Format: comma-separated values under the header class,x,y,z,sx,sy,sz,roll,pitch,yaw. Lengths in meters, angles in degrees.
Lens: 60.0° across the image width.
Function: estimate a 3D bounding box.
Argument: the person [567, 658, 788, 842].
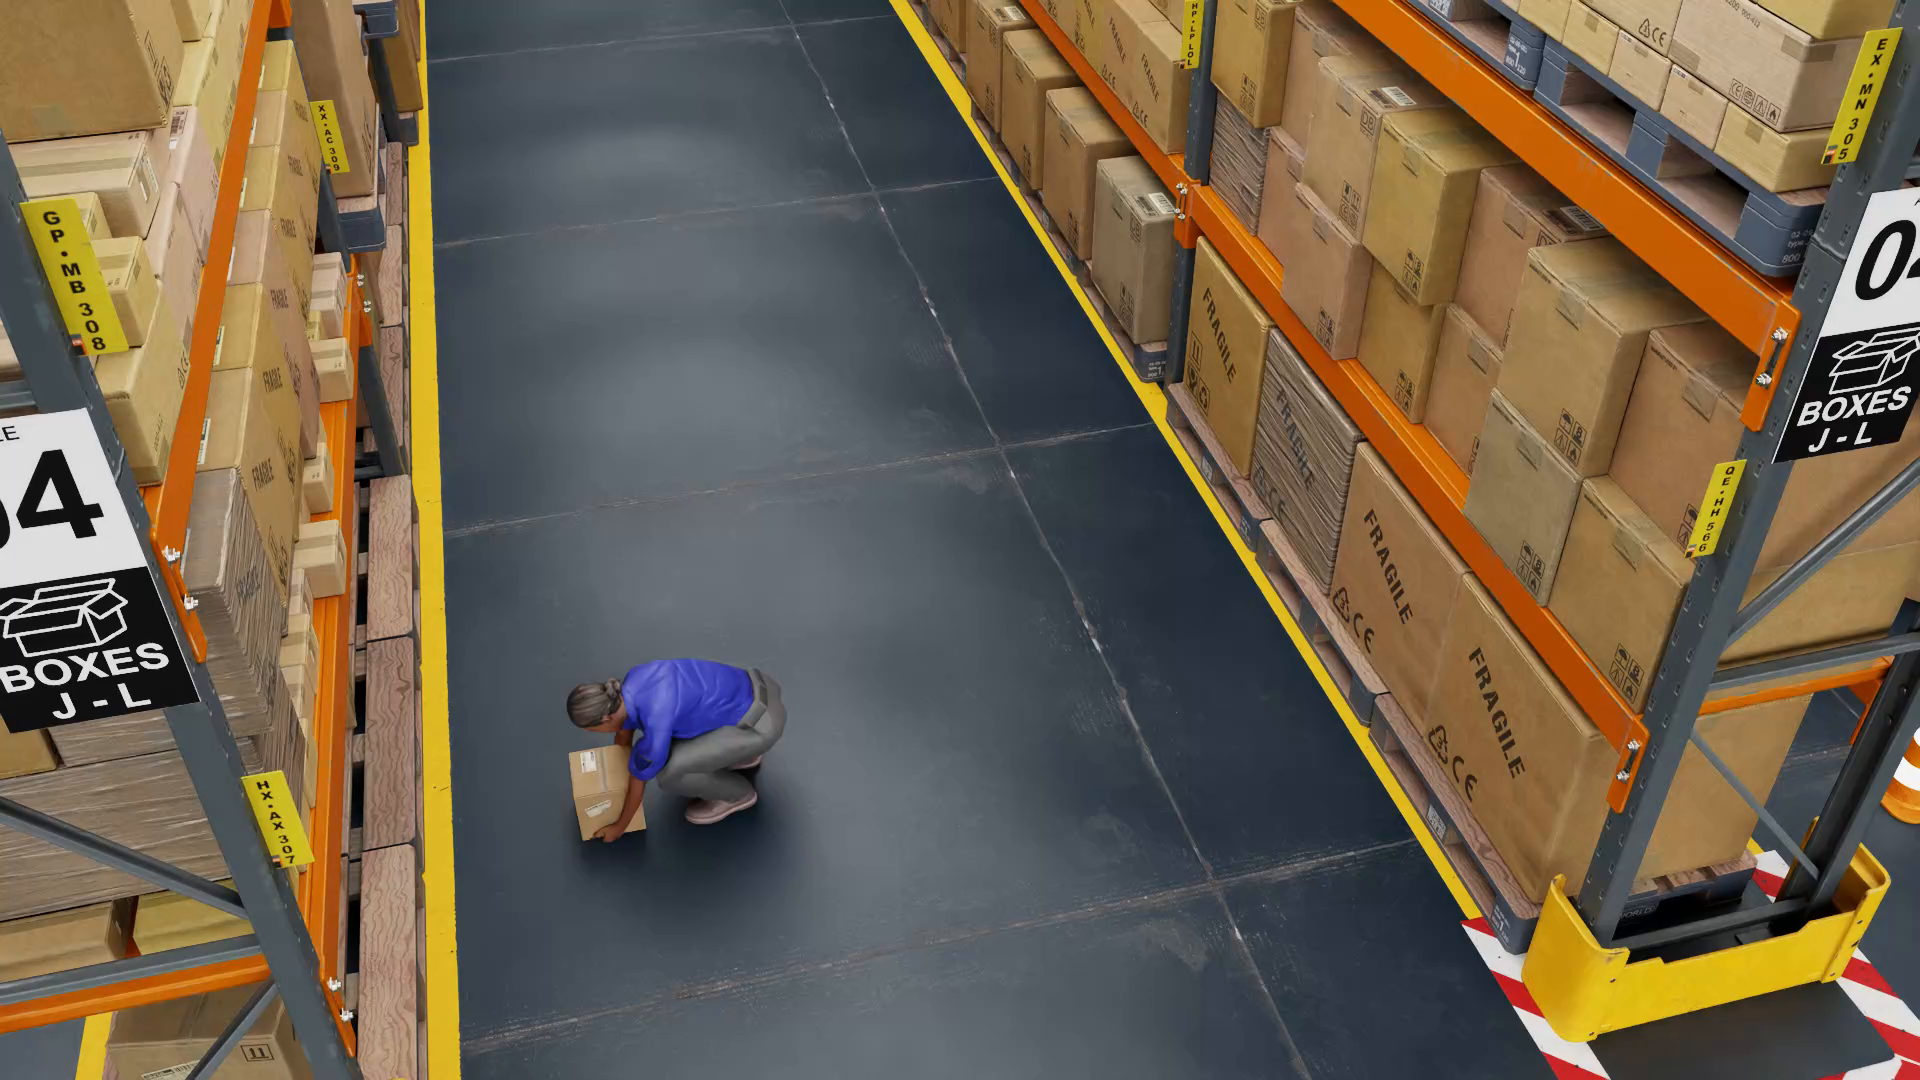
class,x,y,z,sx,sy,sz,roll,pitch,yaw
person,-1.086,0.771,6.531,0.832,0.803,0.461,-10,40,-12
